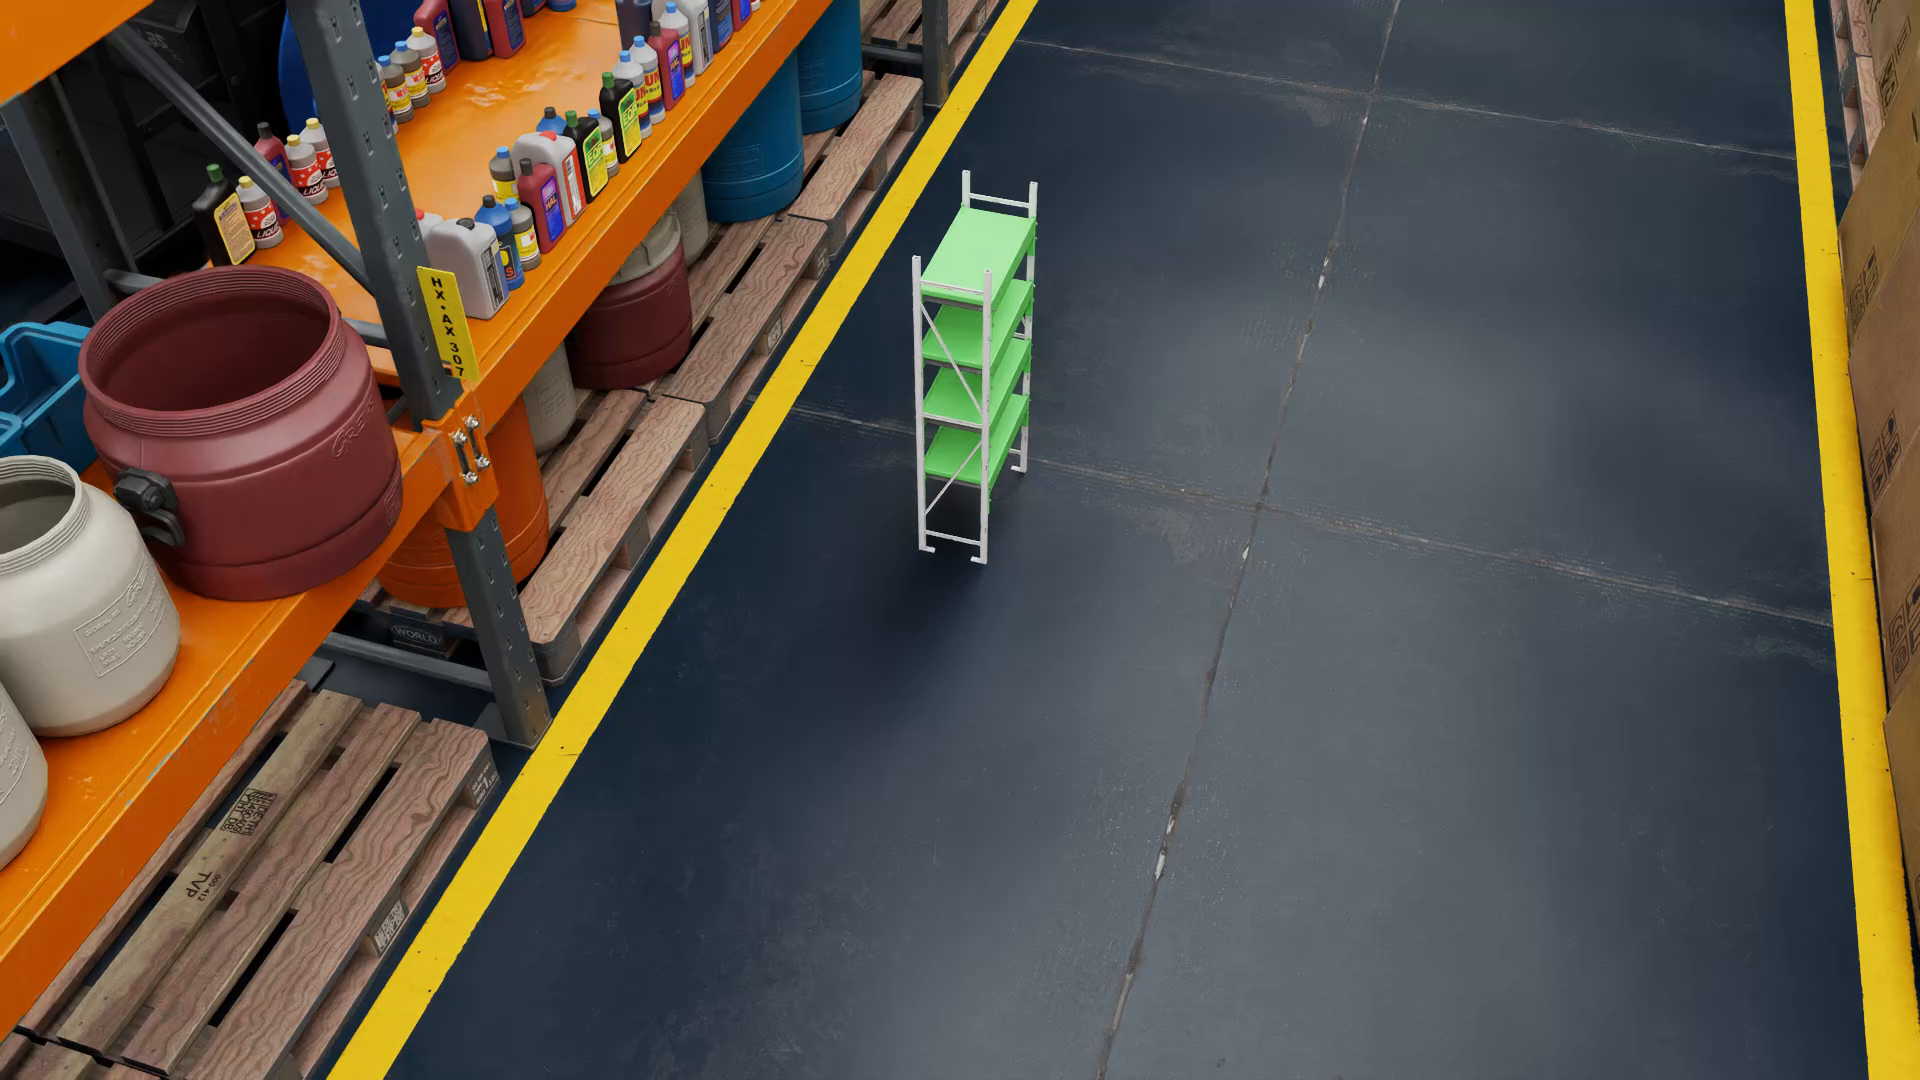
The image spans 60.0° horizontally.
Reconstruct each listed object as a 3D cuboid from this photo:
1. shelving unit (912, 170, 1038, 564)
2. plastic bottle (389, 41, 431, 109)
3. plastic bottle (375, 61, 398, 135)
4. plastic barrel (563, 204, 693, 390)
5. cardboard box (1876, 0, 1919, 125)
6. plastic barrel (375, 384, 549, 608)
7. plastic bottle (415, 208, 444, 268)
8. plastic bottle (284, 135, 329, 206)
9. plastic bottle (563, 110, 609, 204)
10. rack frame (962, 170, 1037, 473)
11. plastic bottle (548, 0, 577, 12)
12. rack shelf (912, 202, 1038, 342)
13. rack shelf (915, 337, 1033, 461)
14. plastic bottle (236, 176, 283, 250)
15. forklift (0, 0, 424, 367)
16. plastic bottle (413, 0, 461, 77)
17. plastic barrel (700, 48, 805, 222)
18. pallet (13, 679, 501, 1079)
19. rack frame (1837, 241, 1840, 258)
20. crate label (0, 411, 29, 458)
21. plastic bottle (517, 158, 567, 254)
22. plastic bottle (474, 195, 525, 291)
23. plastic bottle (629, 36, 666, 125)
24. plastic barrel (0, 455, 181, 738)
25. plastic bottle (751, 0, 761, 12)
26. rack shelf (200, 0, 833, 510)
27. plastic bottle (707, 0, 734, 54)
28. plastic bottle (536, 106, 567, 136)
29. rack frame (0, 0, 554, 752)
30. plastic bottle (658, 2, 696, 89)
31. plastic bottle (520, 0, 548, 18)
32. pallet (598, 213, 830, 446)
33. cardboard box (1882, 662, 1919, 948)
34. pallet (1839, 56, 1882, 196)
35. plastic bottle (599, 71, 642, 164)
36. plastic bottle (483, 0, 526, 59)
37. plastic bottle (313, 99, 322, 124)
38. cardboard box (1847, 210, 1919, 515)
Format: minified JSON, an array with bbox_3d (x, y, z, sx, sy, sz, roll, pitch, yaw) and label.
[{"bbox_3d":[0.050,-0.539,5.443,0.258,1.200,0.503,13,46,12],"label":"shelving unit"},{"bbox_3d":[-1.744,-1.476,5.256,0.097,0.201,0.097,0,44,0],"label":"plastic bottle"},{"bbox_3d":[-1.803,-1.371,5.099,0.097,0.271,0.097,0,44,0],"label":"plastic bottle"},{"bbox_3d":[-1.285,-0.942,5.991,0.600,0.588,0.708,13,46,13],"label":"plastic barrel"},{"bbox_3d":[4.448,-2.002,6.870,0.875,0.875,0.875,13,46,13],"label":"cardboard box"},{"bbox_3d":[-1.627,-0.275,5.138,0.600,0.830,0.708,13,46,13],"label":"plastic barrel"},{"bbox_3d":[-1.465,-0.779,4.490,0.152,0.276,0.135,13,46,13],"label":"plastic bottle"},{"bbox_3d":[-1.921,-1.087,4.858,0.097,0.201,0.097,0,44,0],"label":"plastic bottle"},{"bbox_3d":[-1.096,-1.137,4.851,0.061,0.283,0.133,13,46,13],"label":"plastic bottle"},{"bbox_3d":[0.124,-0.702,5.609,0.240,1.200,0.015,13,46,12],"label":"rack frame"},{"bbox_3d":[-1.385,-1.960,5.700,0.097,0.271,0.097,0,44,0],"label":"plastic bottle"},{"bbox_3d":[0.050,-0.837,5.152,0.258,0.148,0.480,13,46,12],"label":"rack shelf"},{"bbox_3d":[0.050,-0.494,5.488,0.258,0.148,0.480,13,46,12],"label":"rack shelf"},{"bbox_3d":[-1.991,-0.933,4.701,0.097,0.201,0.097,0,44,0],"label":"plastic bottle"},{"bbox_3d":[-3.429,-2.321,6.026,1.130,2.935,3.031,18,47,18],"label":"forklift"},{"bbox_3d":[-1.697,-1.651,5.376,0.061,0.283,0.133,13,46,13],"label":"plastic bottle"},{"bbox_3d":[-0.943,-1.806,6.651,0.600,0.901,0.708,13,46,13],"label":"plastic barrel"},{"bbox_3d":[-2.031,0.934,4.645,1.003,0.211,1.213,13,46,13],"label":"pallet"},{"bbox_3d":[4.172,-2.188,5.841,1.000,3.000,0.127,13,46,13],"label":"rack frame"},{"bbox_3d":[-2.318,0.021,3.558,0.502,0.435,0.616,13,46,13],"label":"crate label"},{"bbox_3d":[-1.177,-0.959,4.668,0.061,0.283,0.133,13,46,13],"label":"plastic bottle"},{"bbox_3d":[-1.259,-0.816,4.532,0.097,0.271,0.097,0,44,0],"label":"plastic bottle"},{"bbox_3d":[-0.979,-1.432,5.161,0.097,0.271,0.097,0,44,0],"label":"plastic bottle"},{"bbox_3d":[-1.867,0.120,3.403,0.421,0.512,0.421,0,44,0],"label":"plastic barrel"},{"bbox_3d":[-0.743,-1.928,5.718,0.097,0.201,0.097,0,44,0],"label":"plastic bottle"},{"bbox_3d":[-1.154,-1.647,5.803,1.077,0.370,4.000,13,46,13],"label":"rack shelf"},{"bbox_3d":[-0.848,-1.803,5.483,0.144,0.351,0.185,13,46,13],"label":"plastic bottle"},{"bbox_3d":[-1.177,-1.138,4.860,0.097,0.271,0.097,0,44,0],"label":"plastic bottle"},{"bbox_3d":[-1.759,-0.571,4.189,1.000,3.000,0.127,13,46,13],"label":"rack frame"},{"bbox_3d":[-0.909,-1.586,5.318,0.097,0.271,0.097,0,44,0],"label":"plastic bottle"},{"bbox_3d":[-1.513,-1.985,5.669,0.144,0.351,0.185,13,46,13],"label":"plastic bottle"},{"bbox_3d":[-1.189,-0.919,6.538,1.003,0.211,1.213,13,46,13],"label":"pallet"},{"bbox_3d":[3.190,0.632,4.178,1.225,0.875,0.875,11,45,11],"label":"cardboard box"},{"bbox_3d":[4.477,-1.682,7.318,1.003,0.211,1.213,13,46,13],"label":"pallet"},{"bbox_3d":[-1.026,-1.291,5.008,0.061,0.283,0.133,13,46,13],"label":"plastic bottle"},{"bbox_3d":[-1.504,-1.744,5.471,0.061,0.283,0.133,13,46,13],"label":"plastic bottle"},{"bbox_3d":[-1.862,-1.242,4.966,0.097,0.271,0.097,0,44,0],"label":"plastic bottle"},{"bbox_3d":[3.728,-0.552,5.388,1.225,0.875,0.875,11,45,11],"label":"cardboard box"}]
